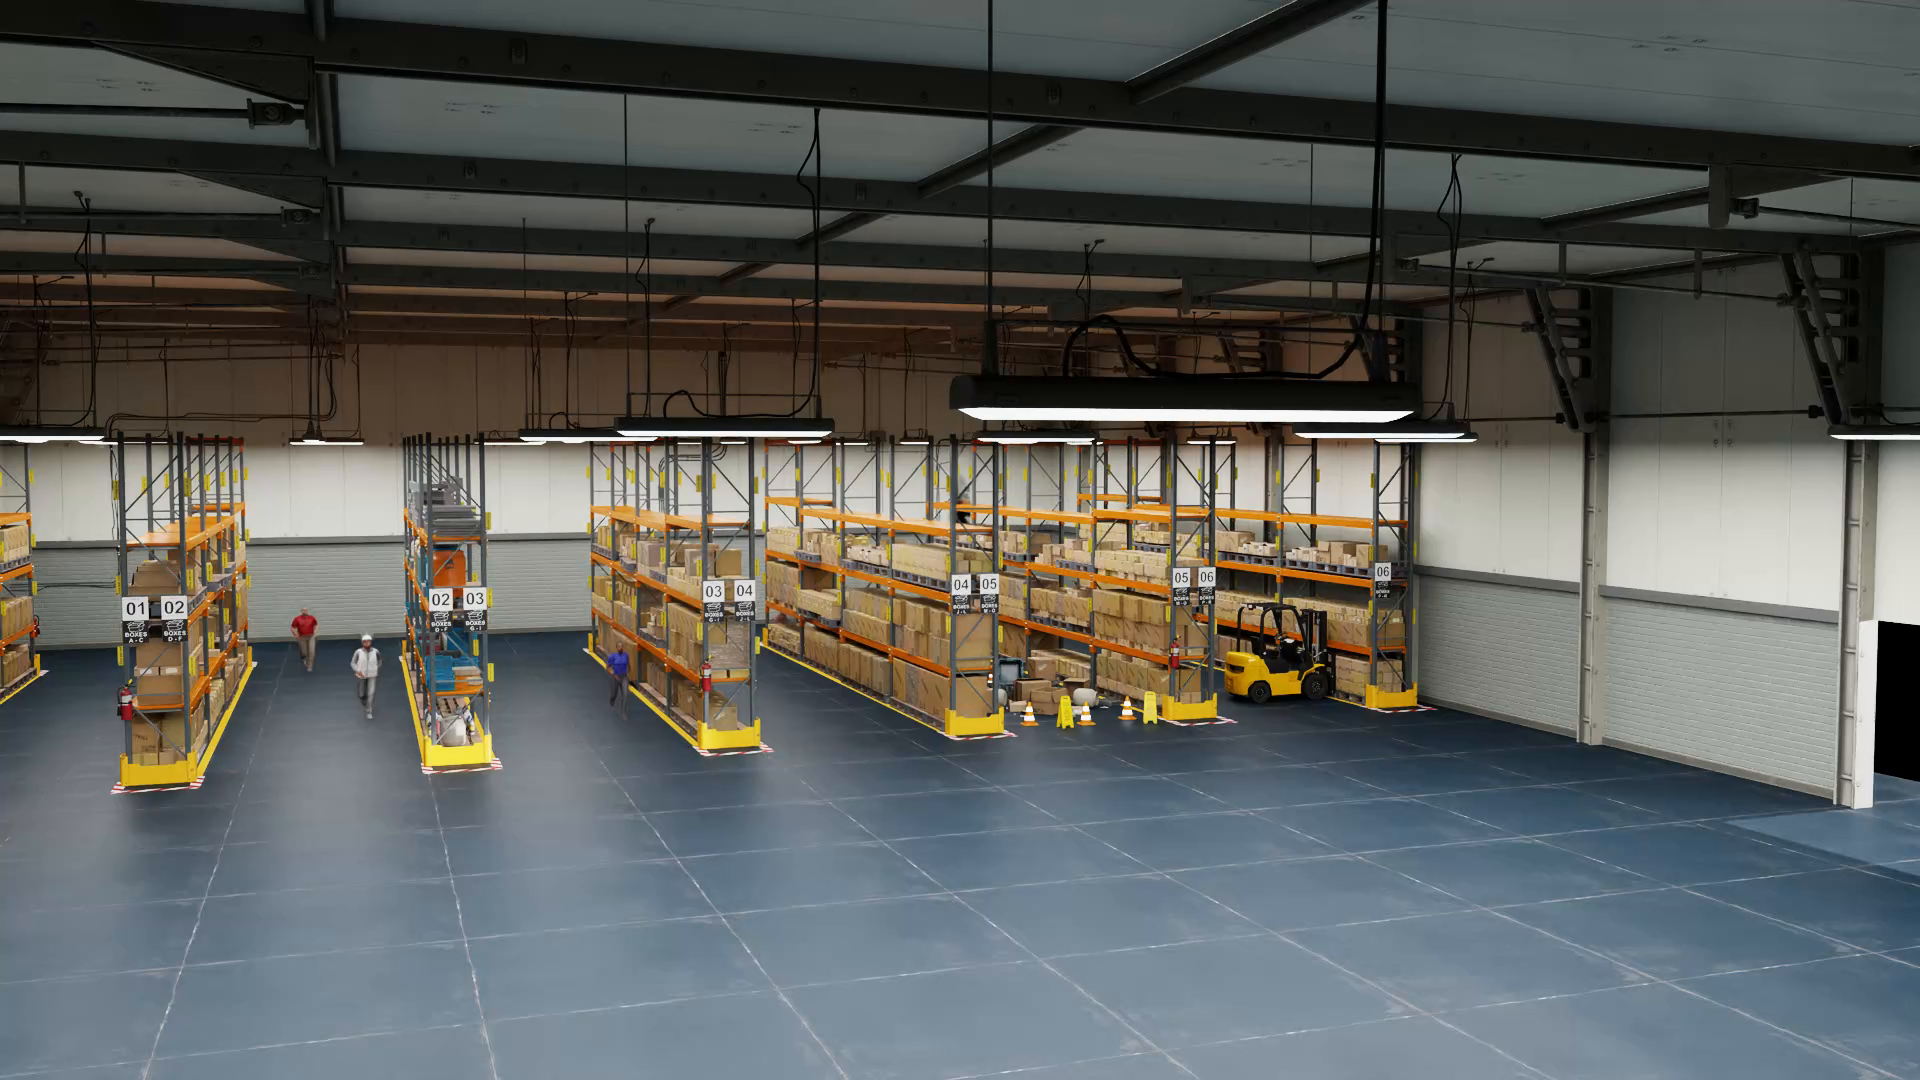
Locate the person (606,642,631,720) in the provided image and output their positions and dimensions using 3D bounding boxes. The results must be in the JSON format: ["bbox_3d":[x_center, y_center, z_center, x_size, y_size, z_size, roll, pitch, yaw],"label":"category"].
[{"bbox_3d":[-7.246,2.978,35.360,0.557,1.643,0.959,-1,3,-23],"label":"person"}]

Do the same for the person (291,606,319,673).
[{"bbox_3d":[-16.762,2.538,42.593,0.674,1.688,0.699,-2,4,-33],"label":"person"}]

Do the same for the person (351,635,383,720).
[{"bbox_3d":[-12.654,2.908,35.491,0.642,1.760,1.008,-1,3,-17],"label":"person"}]

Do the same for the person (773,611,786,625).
[{"bbox_3d":[-5.316,2.142,49.771,0.579,1.645,0.597,-1,3,-16],"label":"person"}]

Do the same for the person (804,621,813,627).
[{"bbox_3d":[-4.682,2.085,49.646,0.858,1.793,0.684,1,3,24],"label":"person"}]
